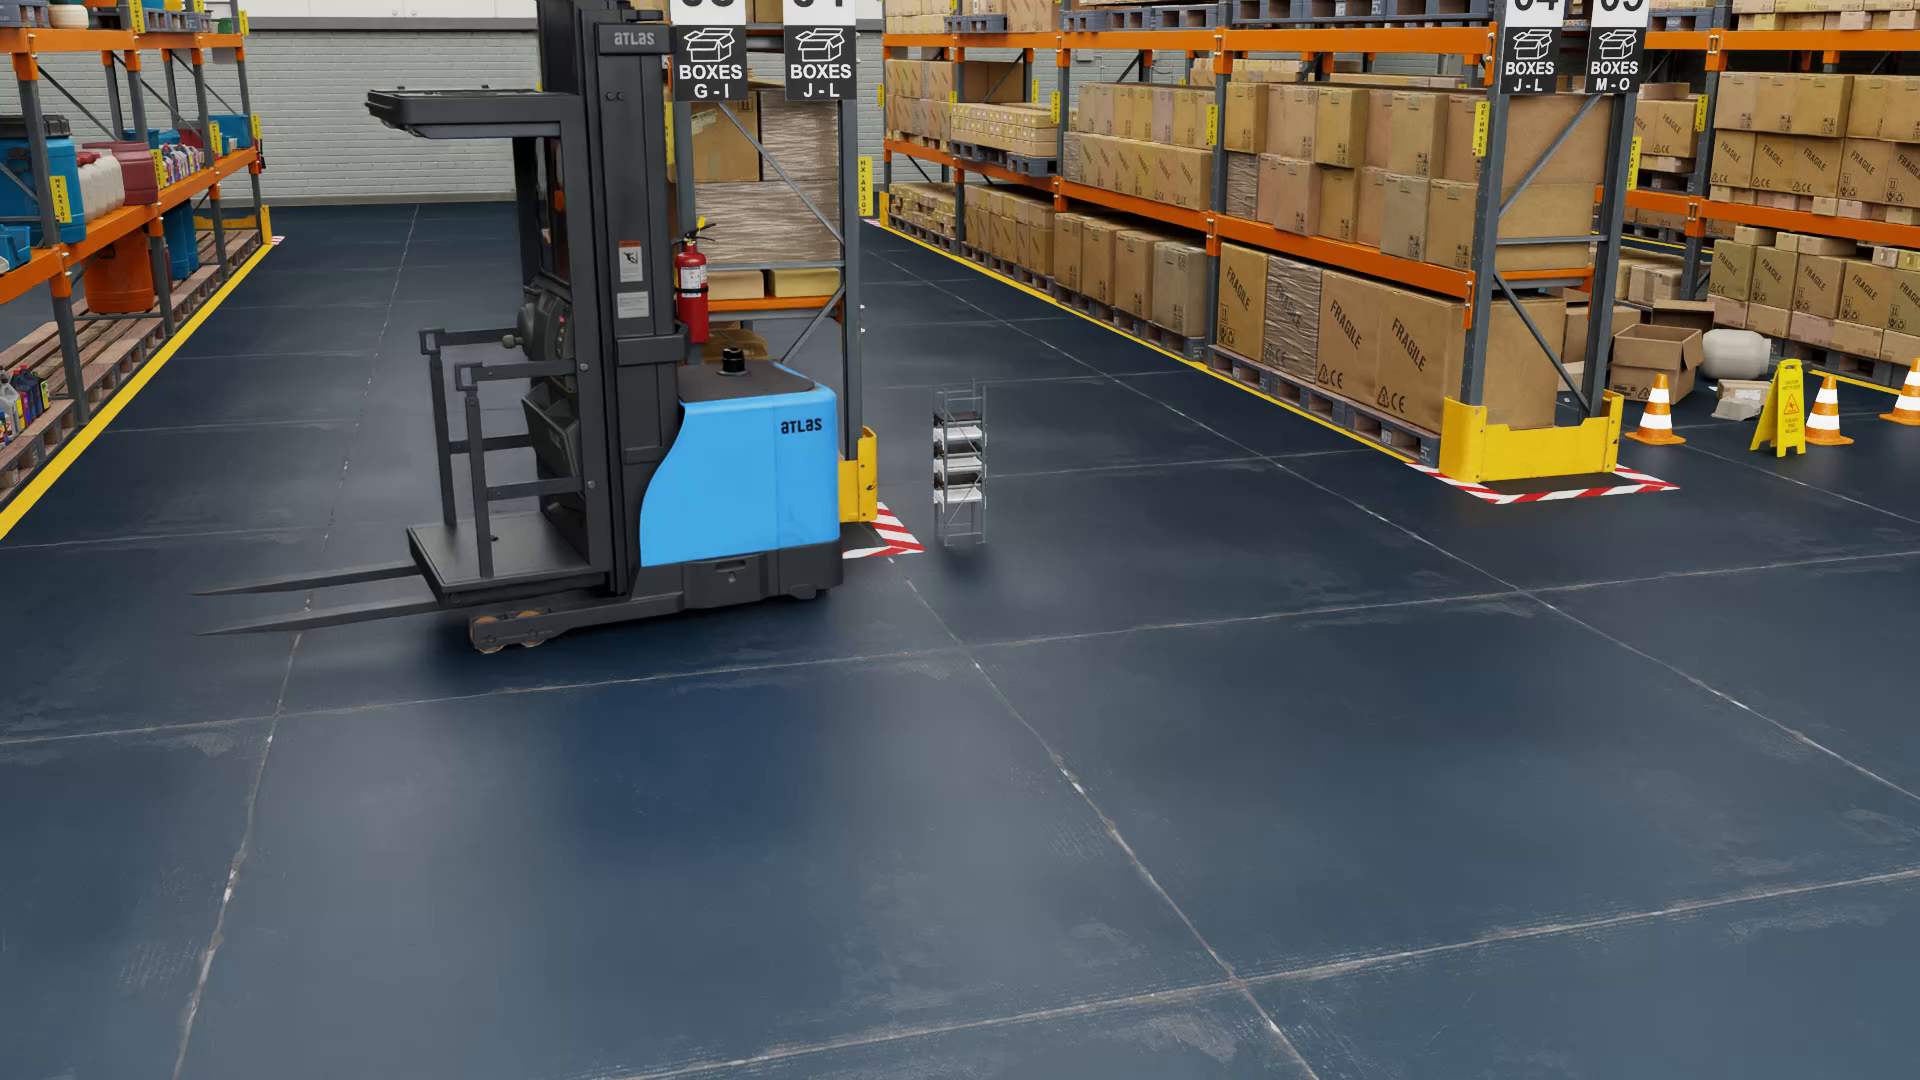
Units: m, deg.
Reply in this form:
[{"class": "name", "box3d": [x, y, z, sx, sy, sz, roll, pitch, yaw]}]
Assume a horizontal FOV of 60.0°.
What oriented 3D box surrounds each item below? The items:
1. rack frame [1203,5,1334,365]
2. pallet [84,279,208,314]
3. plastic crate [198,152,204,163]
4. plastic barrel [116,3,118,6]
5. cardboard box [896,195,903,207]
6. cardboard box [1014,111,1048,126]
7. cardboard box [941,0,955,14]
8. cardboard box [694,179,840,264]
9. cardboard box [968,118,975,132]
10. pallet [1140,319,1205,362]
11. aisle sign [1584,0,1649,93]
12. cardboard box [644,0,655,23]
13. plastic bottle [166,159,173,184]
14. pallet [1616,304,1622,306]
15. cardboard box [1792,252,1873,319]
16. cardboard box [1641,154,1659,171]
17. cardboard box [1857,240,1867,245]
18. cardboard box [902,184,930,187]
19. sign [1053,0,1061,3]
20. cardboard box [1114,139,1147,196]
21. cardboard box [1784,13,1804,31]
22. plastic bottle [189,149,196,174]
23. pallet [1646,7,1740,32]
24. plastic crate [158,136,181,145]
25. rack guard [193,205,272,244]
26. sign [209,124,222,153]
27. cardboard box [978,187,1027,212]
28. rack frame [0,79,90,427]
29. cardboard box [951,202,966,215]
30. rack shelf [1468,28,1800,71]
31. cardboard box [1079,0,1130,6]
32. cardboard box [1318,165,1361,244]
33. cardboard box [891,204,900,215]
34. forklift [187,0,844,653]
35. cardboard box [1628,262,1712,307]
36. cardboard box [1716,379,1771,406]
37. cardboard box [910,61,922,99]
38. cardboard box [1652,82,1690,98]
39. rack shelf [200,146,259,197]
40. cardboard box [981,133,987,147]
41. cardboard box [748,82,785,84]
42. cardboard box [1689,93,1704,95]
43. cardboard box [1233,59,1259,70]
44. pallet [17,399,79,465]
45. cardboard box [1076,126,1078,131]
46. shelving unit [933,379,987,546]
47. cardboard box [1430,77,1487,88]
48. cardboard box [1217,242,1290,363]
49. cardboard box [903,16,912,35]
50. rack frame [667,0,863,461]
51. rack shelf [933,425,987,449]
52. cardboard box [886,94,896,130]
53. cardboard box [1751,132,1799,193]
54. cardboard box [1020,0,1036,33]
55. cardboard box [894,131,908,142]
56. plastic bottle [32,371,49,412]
[{"class": "rack frame", "box3d": [2.634, -3.005, 14.242, 1.000, 3.000, 0.127, -5, 17, -15]}, {"class": "pallet", "box3d": [-8.613, -2.572, 17.647, 1.003, 0.211, 1.213, -5, 17, -15]}, {"class": "plastic crate", "box3d": [-9.114, -4.505, 19.588, 0.396, 0.136, 0.243, -5, 17, -15]}, {"class": "plastic barrel", "box3d": [-8.095, -5.230, 15.976, 0.294, 0.245, 0.294, 0, 17, 0]}, {"class": "cardboard box", "box3d": [-0.746, -5.057, 24.782, 0.380, 0.149, 0.250, -5, 17, -16]}, {"class": "cardboard box", "box3d": [0.820, -4.719, 18.619, 0.380, 0.149, 0.250, -4, 17, -14]}, {"class": "cardboard box", "box3d": [0.064, -6.930, 21.485, 0.500, 0.250, 0.500, -6, 18, -18]}, {"class": "cardboard box", "box3d": [-1.189, -1.879, 9.802, 0.875, 0.500, 0.500, -5, 17, -15]}, {"class": "cardboard box", "box3d": [0.318, -5.081, 20.343, 0.380, 0.149, 0.250, -5, 18, -18]}, {"class": "pallet", "box3d": [2.349, -1.877, 15.334, 1.003, 0.211, 1.213, -5, 17, -15]}, {"class": "aisle sign", "box3d": [4.041, -3.148, 10.198, 0.394, 0.787, 0.004, -5, 17, -15]}, {"class": "cardboard box", "box3d": [-1.581, -3.150, 9.772, 0.500, 0.250, 0.500, -5, 17, -15]}, {"class": "plastic bottle", "box3d": [-8.156, -3.793, 17.089, 0.097, 0.271, 0.097, 0, 17, 0]}, {"class": "pallet", "box3d": [6.811, -2.642, 17.881, 1.003, 0.211, 1.213, -5, 17, -15]}, {"class": "cardboard box", "box3d": [7.567, -2.192, 14.283, 0.500, 0.500, 0.500, -4, 17, -12]}, {"class": "cardboard box", "box3d": [6.903, -3.700, 16.262, 0.380, 0.149, 0.250, -5, 17, -17]}, {"class": "cardboard box", "box3d": [11.196, -3.814, 20.334, 0.875, 0.625, 0.625, -4, 17, -13]}, {"class": "cardboard box", "box3d": [-0.655, -5.206, 24.762, 0.380, 0.149, 0.250, -4, 17, -14]}, {"class": "sign", "box3d": [1.012, -5.753, 17.278, 0.100, 0.325, 0.005, -5, 17, -15]}, {"class": "cardboard box", "box3d": [1.814, -3.596, 16.035, 0.500, 0.500, 0.500, -5, 17, -16]}, {"class": "cardboard box", "box3d": [7.408, -4.498, 14.436, 0.380, 0.149, 0.250, -5, 17, -15]}, {"class": "plastic bottle", "box3d": [-8.604, -4.218, 18.496, 0.152, 0.276, 0.135, -5, 17, -15]}, {"class": "pallet", "box3d": [7.298, -4.950, 15.830, 1.213, 0.211, 1.003, -5, 17, -15]}, {"class": "plastic crate", "box3d": [-10.028, -4.975, 20.989, 0.416, 0.233, 0.300, -5, 17, -15]}, {"class": "rack guard", "box3d": [-10.242, -4.377, 23.154, 1.175, 0.500, 0.348, -5, 17, -15]}, {"class": "sign", "box3d": [-8.594, -4.638, 19.196, 0.100, 0.325, 0.005, -5, 17, -15]}, {"class": "cardboard box", "box3d": [0.533, -4.209, 20.560, 0.500, 0.250, 0.500, -4, 17, -14]}, {"class": "rack frame", "box3d": [-6.925, -2.249, 11.726, 1.000, 3.000, 0.127, -5, 17, -15]}, {"class": "cardboard box", "box3d": [0.087, -4.416, 22.132, 0.380, 0.149, 0.250, -4, 17, -14]}, {"class": "rack shelf", "box3d": [6.816, -5.070, 17.151, 1.077, 0.370, 4.000, -5, 17, -15]}, {"class": "cardboard box", "box3d": [1.522, -5.537, 16.707, 0.500, 0.311, 0.500, -5, 17, -15]}, {"class": "cardboard box", "box3d": [3.197, -2.528, 12.393, 0.875, 0.550, 0.500, -5, 17, -15]}, {"class": "cardboard box", "box3d": [-0.828, -4.990, 25.075, 0.380, 0.149, 0.250, -4, 17, -14]}, {"class": "forklift", "box3d": [-2.151, -1.052, 7.860, 3.031, 2.935, 1.130, -8, 18, -25]}, {"class": "cardboard box", "box3d": [7.219, -2.512, 16.438, 0.950, 0.372, 0.625, -4, 17, -15]}, {"class": "cardboard box", "box3d": [6.162, -1.155, 13.039, 0.380, 0.149, 0.250, 4, 17, 13]}, {"class": "cardboard box", "box3d": [-0.386, -6.423, 23.191, 0.500, 0.500, 0.500, -5, 18, -17]}, {"class": "cardboard box", "box3d": [7.179, -4.577, 16.926, 0.380, 0.149, 0.250, -4, 17, -12]}, {"class": "rack shelf", "box3d": [-9.674, -4.671, 21.038, 1.077, 0.370, 4.000, -5, 17, -15]}, {"class": "cardboard box", "box3d": [0.465, -4.793, 19.899, 0.380, 0.149, 0.250, -5, 17, -16]}, {"class": "cardboard box", "box3d": [-1.366, -2.792, 11.104, 0.500, 0.500, 0.500, -5, 17, -15]}, {"class": "cardboard box", "box3d": [9.999, -5.985, 23.258, 0.700, 0.500, 0.500, -5, 17, -15]}, {"class": "cardboard box", "box3d": [4.241, -7.101, 24.838, 0.380, 0.149, 0.250, -5, 17, -15]}, {"class": "pallet", "box3d": [-6.781, -0.725, 11.497, 1.003, 0.211, 1.213, -5, 17, -15]}, {"class": "cardboard box", "box3d": [1.518, -4.559, 18.605, 0.380, 0.149, 0.250, -4, 17, -13]}, {"class": "shelving unit", "box3d": [-0.002, -0.433, 9.330, 0.258, 0.900, 0.210, -5, 17, -15]}, {"class": "cardboard box", "box3d": [5.872, -5.180, 19.570, 0.500, 0.500, 0.500, -5, 17, -17]}, {"class": "cardboard box", "box3d": [2.739, -2.009, 13.889, 0.875, 0.875, 0.875, -4, 17, -14]}, {"class": "cardboard box", "box3d": [-0.492, -7.257, 23.444, 0.500, 0.250, 0.500, -5, 18, -17]}, {"class": "rack frame", "box3d": [-1.064, -1.534, 9.346, 1.000, 3.000, 0.127, -5, 17, -15]}, {"class": "rack shelf", "box3d": [-0.002, -0.574, 9.288, 0.258, 0.077, 0.200, -5, 17, -15]}, {"class": "cardboard box", "box3d": [-0.806, -6.369, 24.749, 0.500, 0.500, 0.500, -4, 17, -13]}, {"class": "cardboard box", "box3d": [7.379, -3.334, 14.646, 0.500, 0.500, 0.500, -5, 17, -15]}, {"class": "cardboard box", "box3d": [0.983, -5.871, 18.395, 0.500, 0.500, 0.500, -5, 17, -15]}, {"class": "cardboard box", "box3d": [-0.758, -5.943, 24.458, 0.380, 0.149, 0.250, -5, 17, -17]}, {"class": "plastic bottle", "box3d": [-6.476, -1.052, 11.697, 0.061, 0.283, 0.133, -4, 17, -12]}]
